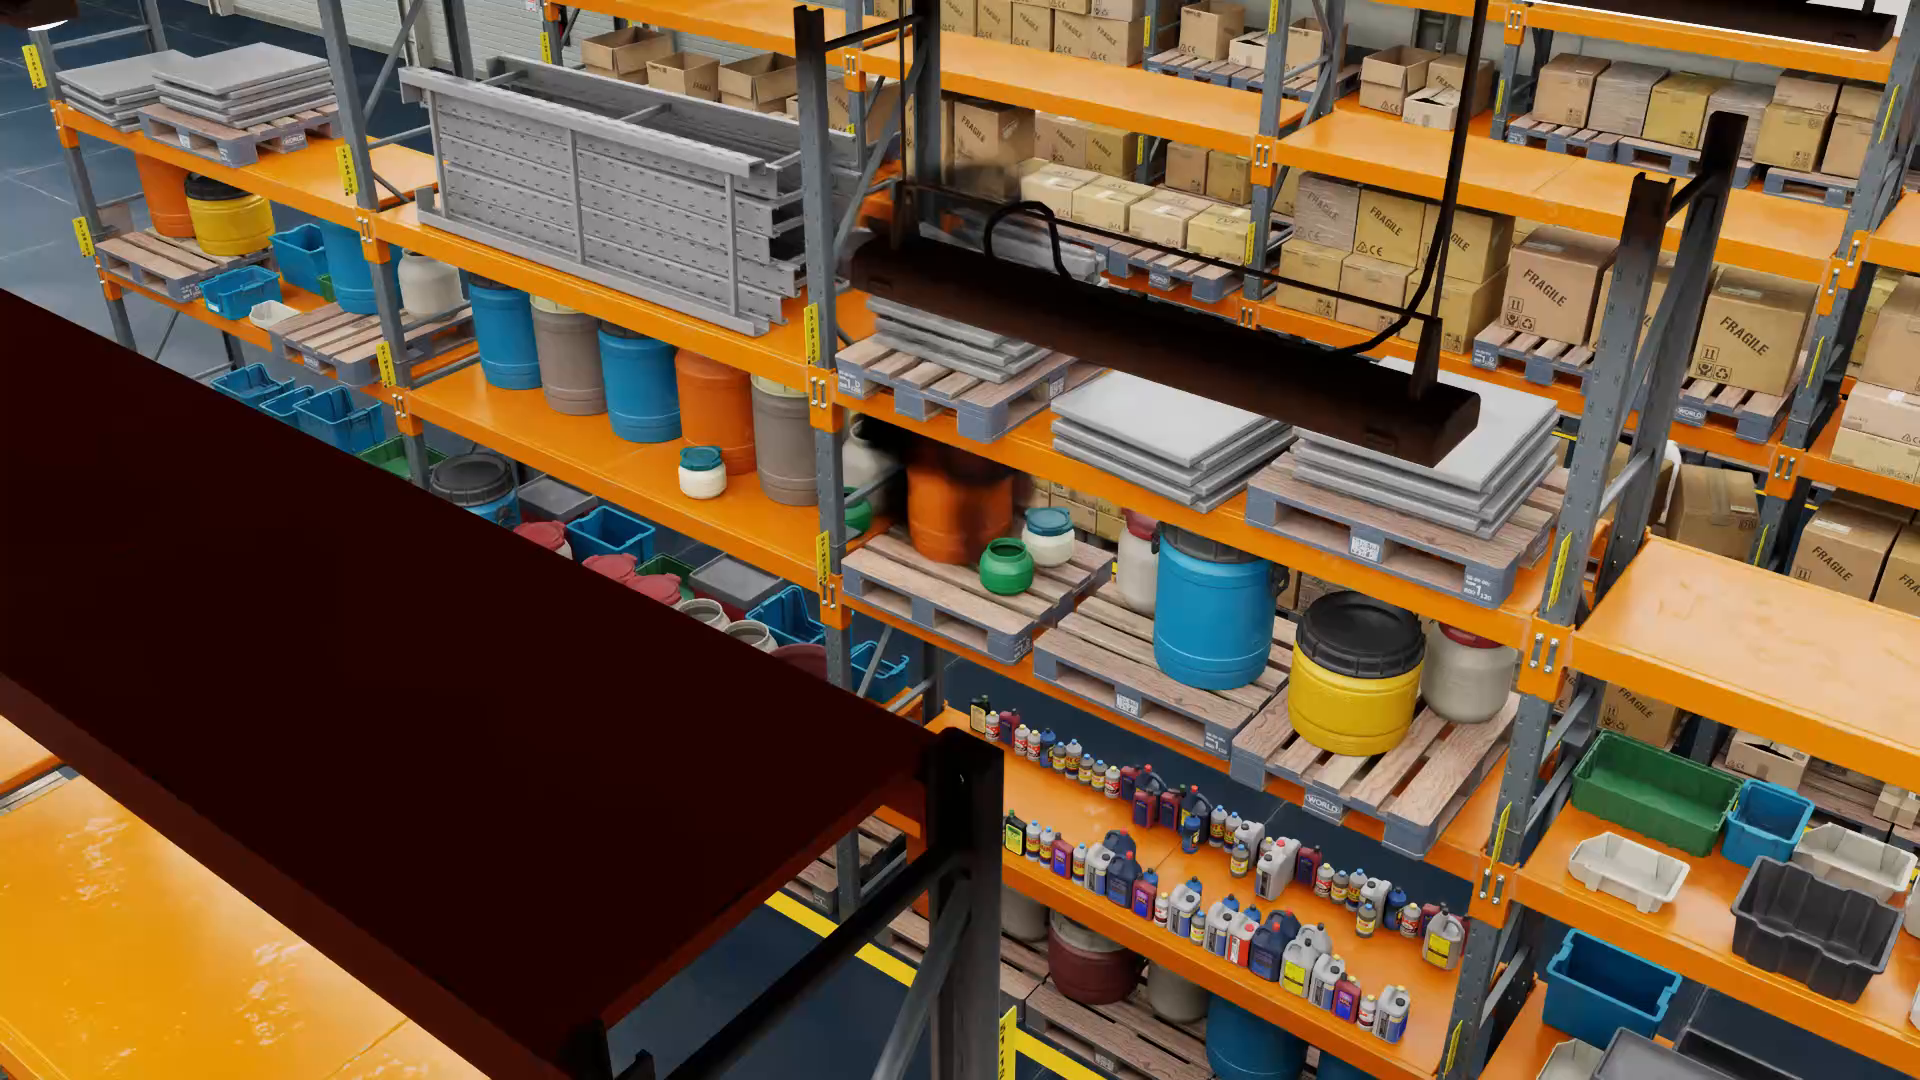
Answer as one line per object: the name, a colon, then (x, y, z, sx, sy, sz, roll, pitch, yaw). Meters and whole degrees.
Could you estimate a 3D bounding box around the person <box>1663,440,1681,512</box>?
person: (5.852, -0.378, 14.221, 0.850, 1.767, 0.655, 23, 38, 32)
